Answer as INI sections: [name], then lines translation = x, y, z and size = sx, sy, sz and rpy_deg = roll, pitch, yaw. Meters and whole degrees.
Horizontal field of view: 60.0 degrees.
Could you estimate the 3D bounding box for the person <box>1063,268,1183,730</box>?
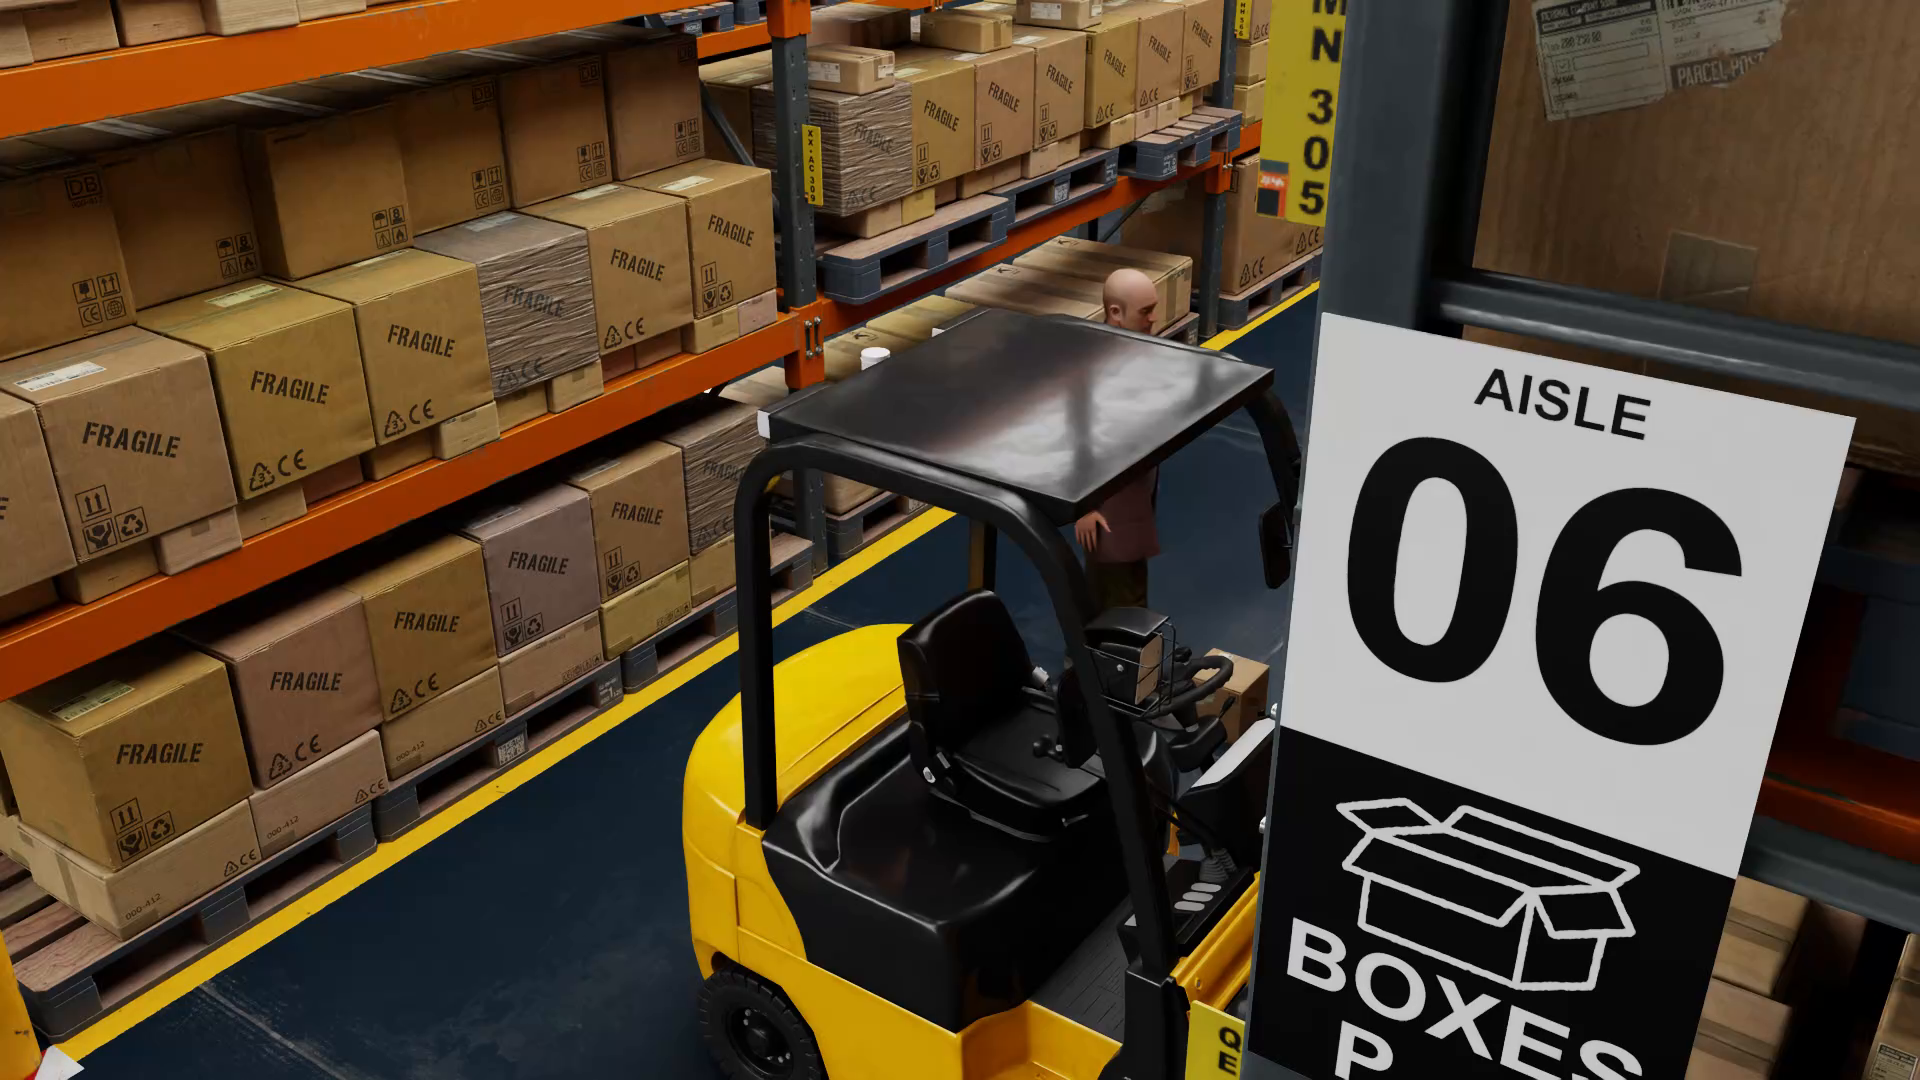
[person]
translation = 0.722, -0.192, 6.488
size = 0.639, 1.774, 0.632
rpy_deg = 11, 29, 21
